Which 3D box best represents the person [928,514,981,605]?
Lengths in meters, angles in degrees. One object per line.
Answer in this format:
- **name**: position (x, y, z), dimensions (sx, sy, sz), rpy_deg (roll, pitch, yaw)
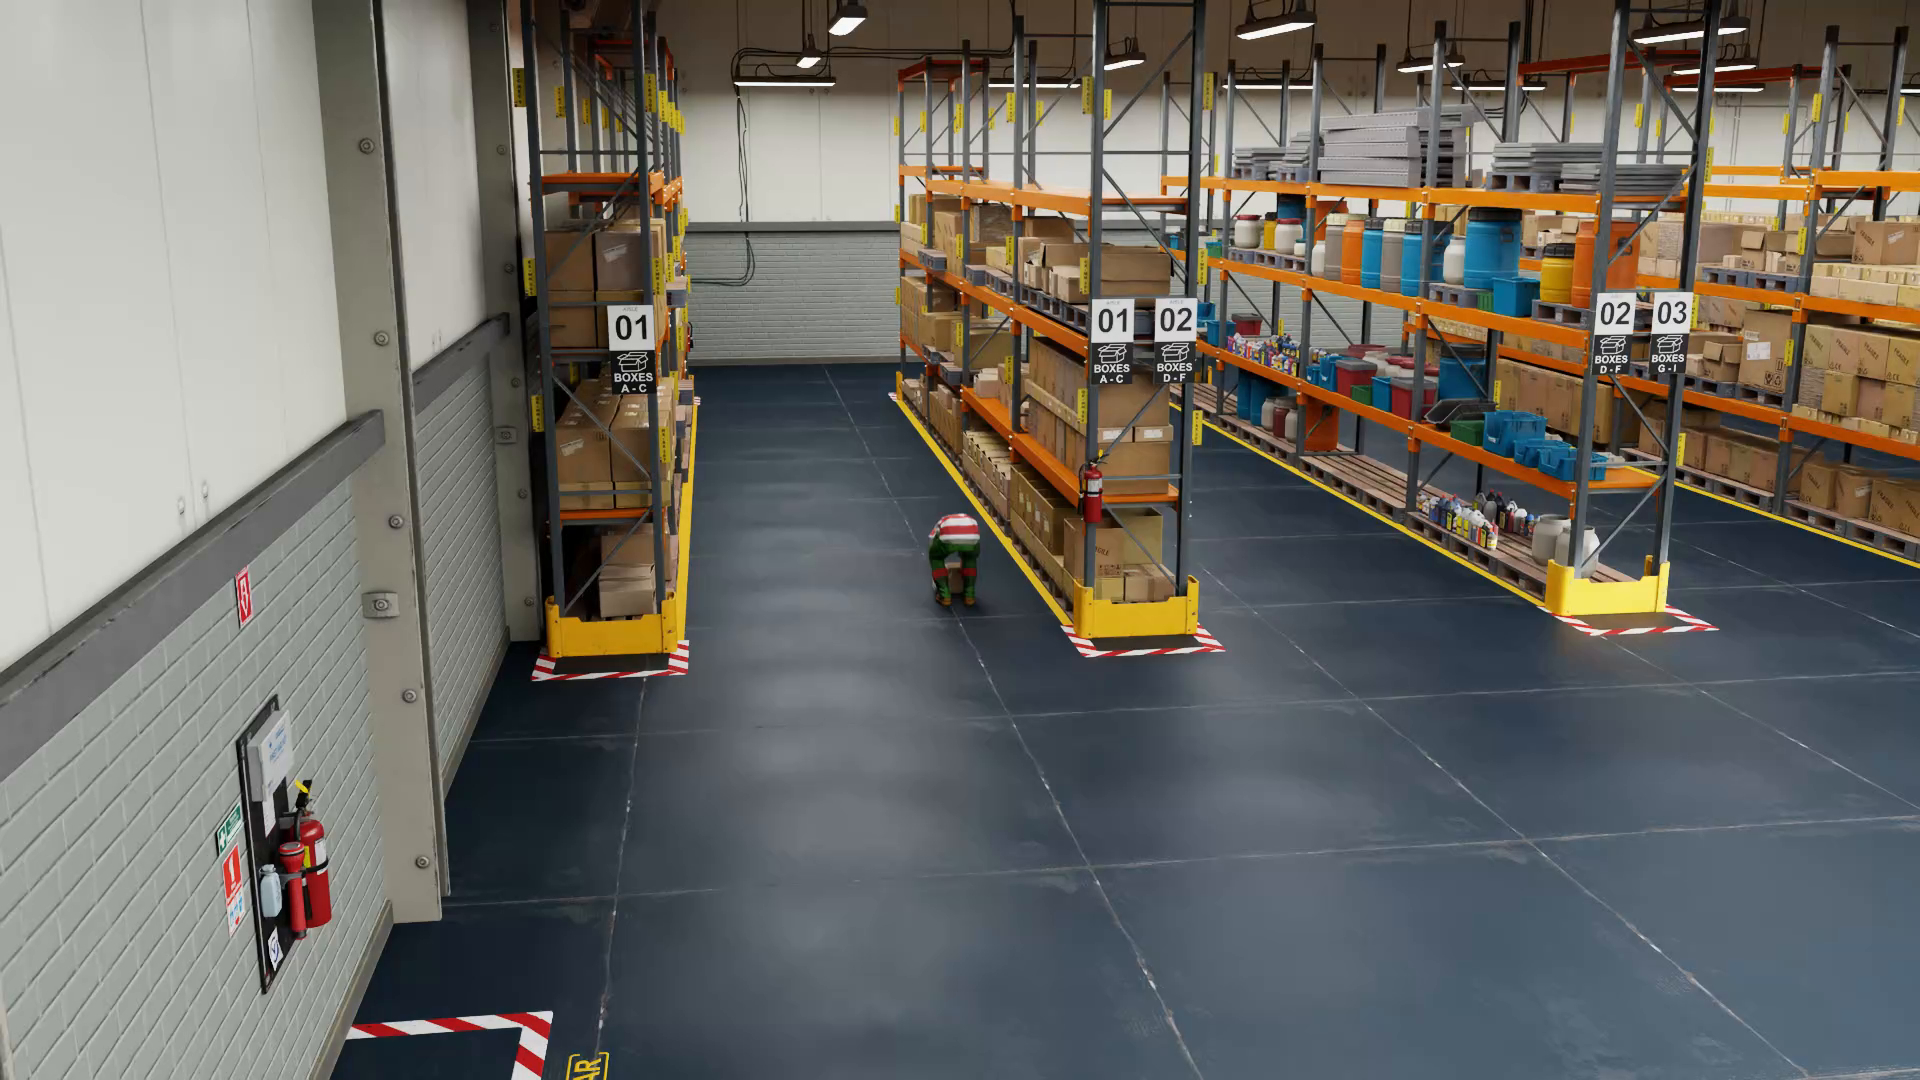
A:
- **person**: position (-0.074, 0.151, 17.190), dimensions (0.535, 0.931, 0.951), rpy_deg (-3, 13, -11)
